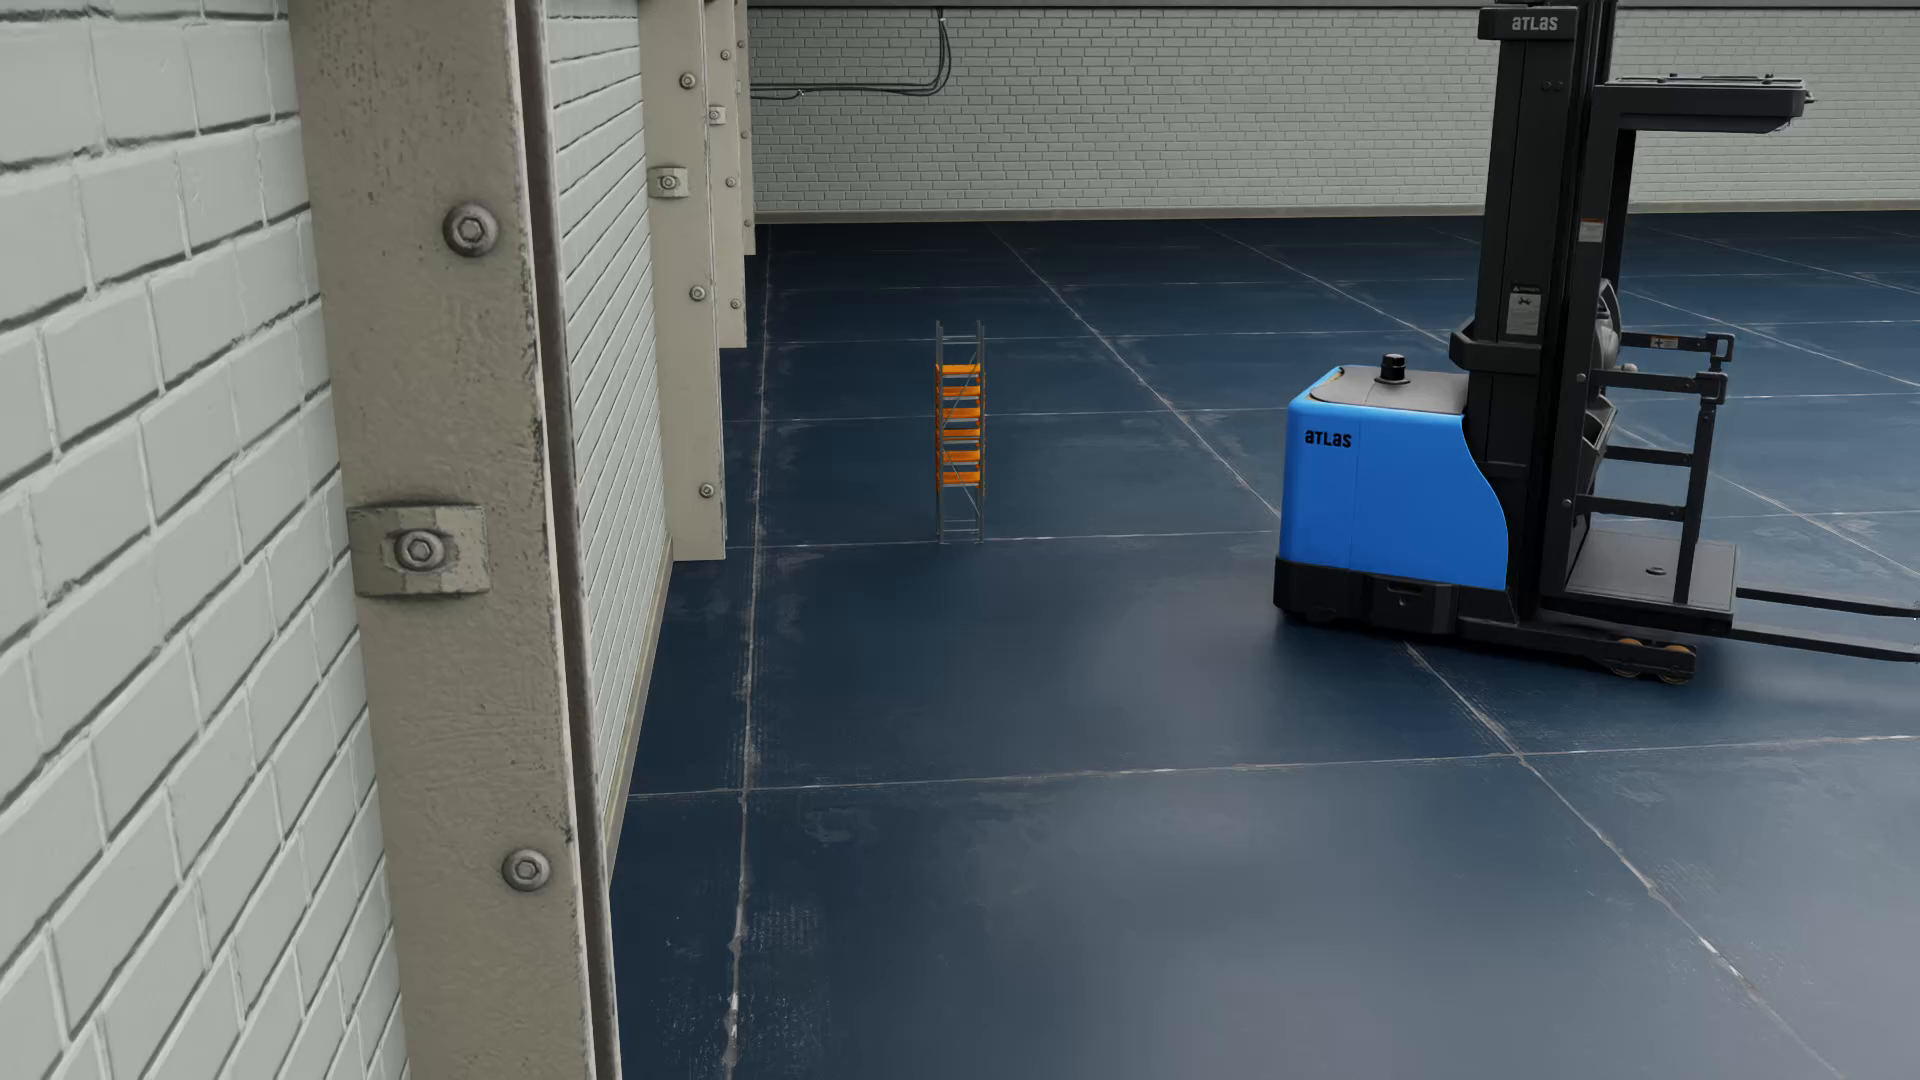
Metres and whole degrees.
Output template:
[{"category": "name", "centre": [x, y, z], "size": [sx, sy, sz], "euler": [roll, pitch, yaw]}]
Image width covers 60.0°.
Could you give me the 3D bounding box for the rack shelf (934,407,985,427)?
[{"category": "rack shelf", "centre": [-0.001, -0.649, 8.988], "size": [0.258, 0.103, 0.180], "euler": [-2, 18, -6]}]

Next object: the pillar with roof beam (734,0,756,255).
[{"category": "pillar with roof beam", "centre": [1.619, -7.953, 19.487], "size": [9.100, 9.000, 0.400], "euler": [-2, 18, -6]}]

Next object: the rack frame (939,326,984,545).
[{"category": "rack frame", "centre": [0.008, -0.550, 8.924], "size": [0.240, 1.200, 0.006], "euler": [-2, 18, -6]}]

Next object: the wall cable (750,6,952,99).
[{"category": "wall cable", "centre": [-1.651, -7.258, 22.455], "size": [3.097, 2.526, 0.112], "euler": [-2, 18, -6]}]

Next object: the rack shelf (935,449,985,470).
[{"category": "rack shelf", "centre": [-0.001, -0.420, 9.060], "size": [0.258, 0.103, 0.180], "euler": [-2, 18, -6]}]

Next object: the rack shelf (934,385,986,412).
[{"category": "rack shelf", "centre": [-0.002, -0.763, 8.953], "size": [0.258, 0.103, 0.180], "euler": [-2, 18, -6]}]

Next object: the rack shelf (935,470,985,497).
[{"category": "rack shelf", "centre": [-0.001, -0.305, 9.096], "size": [0.258, 0.103, 0.180], "euler": [-2, 18, -6]}]

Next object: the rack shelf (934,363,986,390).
[{"category": "rack shelf", "centre": [-0.002, -0.878, 8.917], "size": [0.258, 0.103, 0.180], "euler": [-2, 18, -6]}]

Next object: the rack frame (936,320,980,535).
[{"category": "rack frame", "centre": [-0.011, -0.604, 9.098], "size": [0.240, 1.200, 0.006], "euler": [-2, 18, -6]}]

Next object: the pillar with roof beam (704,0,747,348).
[{"category": "pillar with roof beam", "centre": [2.238, -6.166, 13.793], "size": [9.100, 9.000, 0.400], "euler": [-2, 18, -6]}]

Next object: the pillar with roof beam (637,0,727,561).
[{"category": "pillar with roof beam", "centre": [2.857, -4.378, 8.099], "size": [9.100, 9.000, 0.400], "euler": [-2, 18, -6]}]

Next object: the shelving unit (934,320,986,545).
[{"category": "shelving unit", "centre": [-0.001, -0.577, 9.011], "size": [0.258, 1.200, 0.189], "euler": [-2, 18, -6]}]

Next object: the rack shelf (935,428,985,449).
[{"category": "rack shelf", "centre": [-0.001, -0.534, 9.024], "size": [0.258, 0.103, 0.180], "euler": [-2, 18, -6]}]

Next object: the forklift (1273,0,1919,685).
[{"category": "forklift", "centre": [3.058, -0.955, 7.326], "size": [3.031, 2.935, 1.130], "euler": [8, 19, 24]}]
